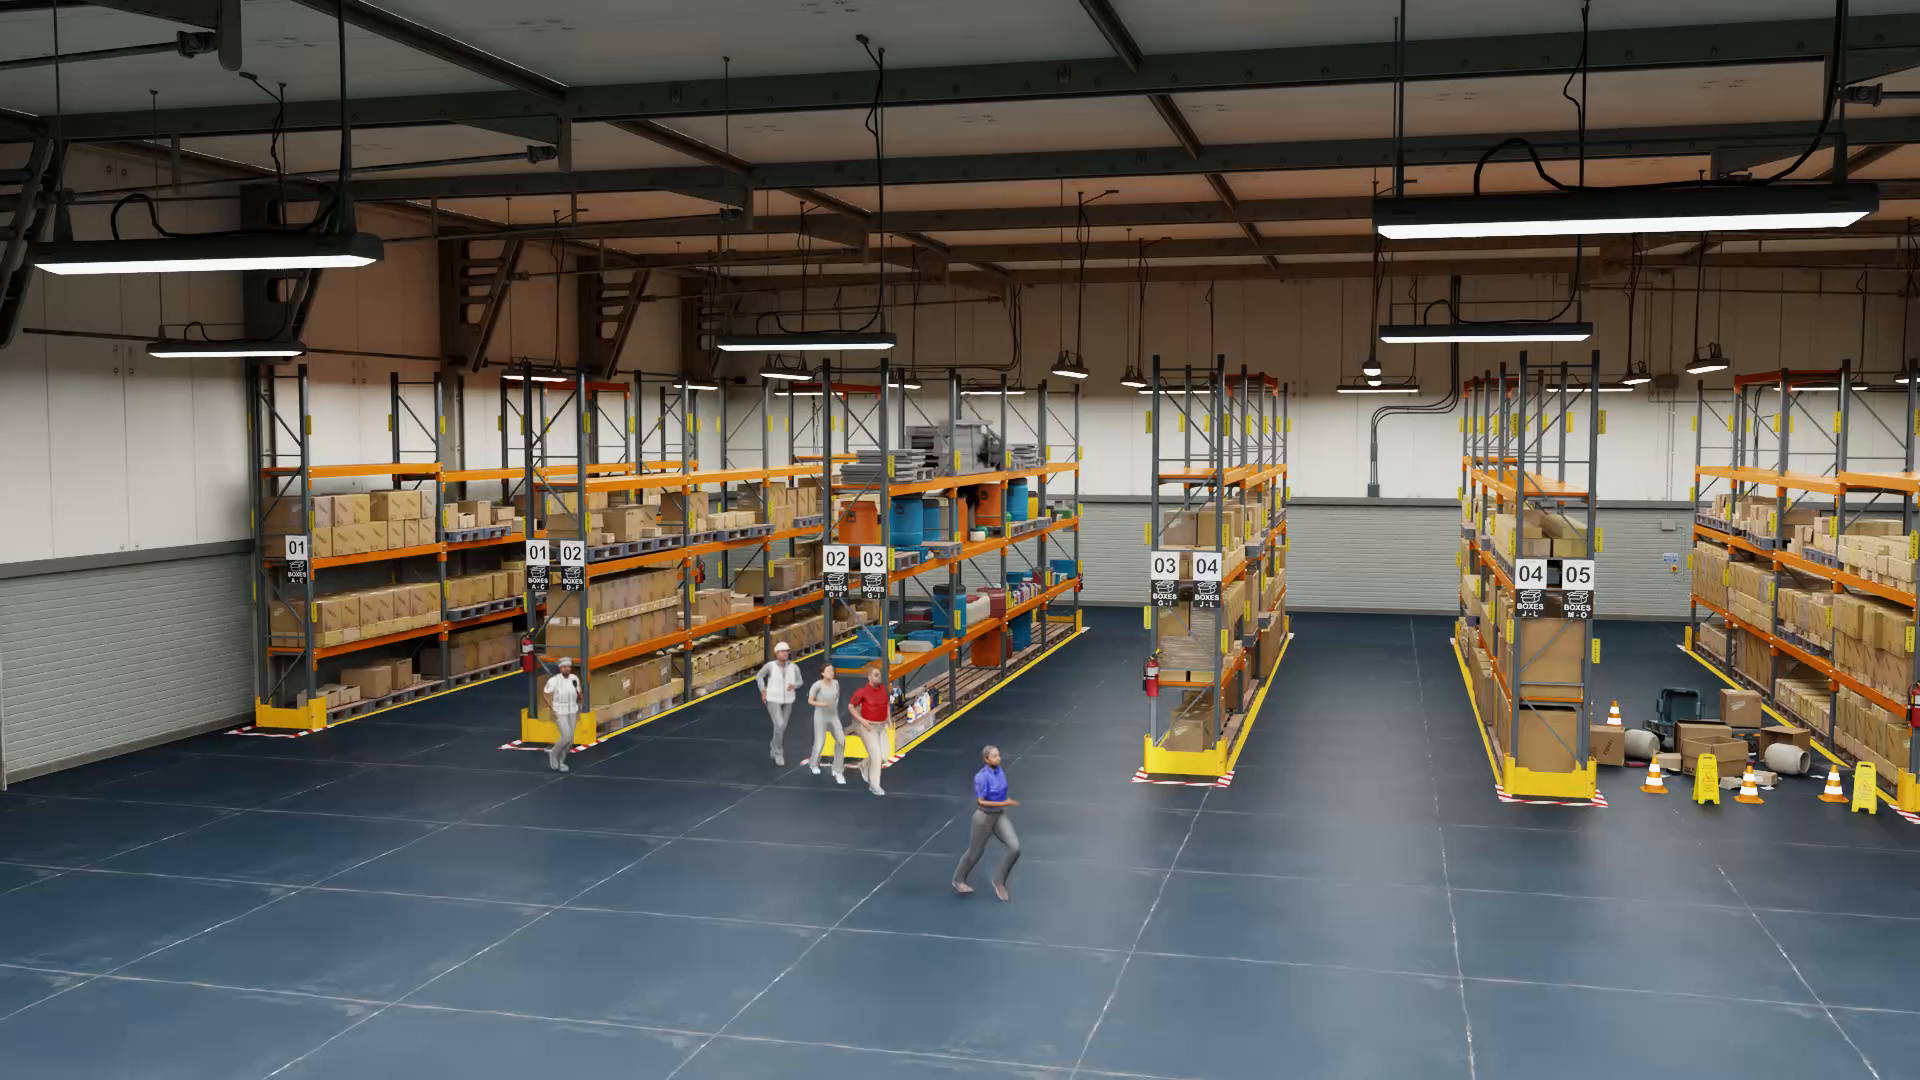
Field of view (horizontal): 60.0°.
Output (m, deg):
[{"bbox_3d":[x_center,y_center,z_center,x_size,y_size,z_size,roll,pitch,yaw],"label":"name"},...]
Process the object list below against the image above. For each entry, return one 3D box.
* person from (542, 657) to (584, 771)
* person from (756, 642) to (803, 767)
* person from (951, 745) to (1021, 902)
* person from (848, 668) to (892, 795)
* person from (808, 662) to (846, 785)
[{"bbox_3d":[-5.671,2.512,24.019,0.560,1.663,0.582,-4,5,-43],"label":"person"},{"bbox_3d":[-2.646,2.404,24.682,0.643,1.789,0.740,-2,4,-27],"label":"person"},{"bbox_3d":[0.323,2.971,17.521,0.862,1.666,0.582,4,5,44],"label":"person"},{"bbox_3d":[-1.223,2.597,22.784,0.661,1.710,0.689,4,6,45],"label":"person"},{"bbox_3d":[-1.903,2.558,23.463,0.589,1.694,0.841,-2,5,-31],"label":"person"}]
